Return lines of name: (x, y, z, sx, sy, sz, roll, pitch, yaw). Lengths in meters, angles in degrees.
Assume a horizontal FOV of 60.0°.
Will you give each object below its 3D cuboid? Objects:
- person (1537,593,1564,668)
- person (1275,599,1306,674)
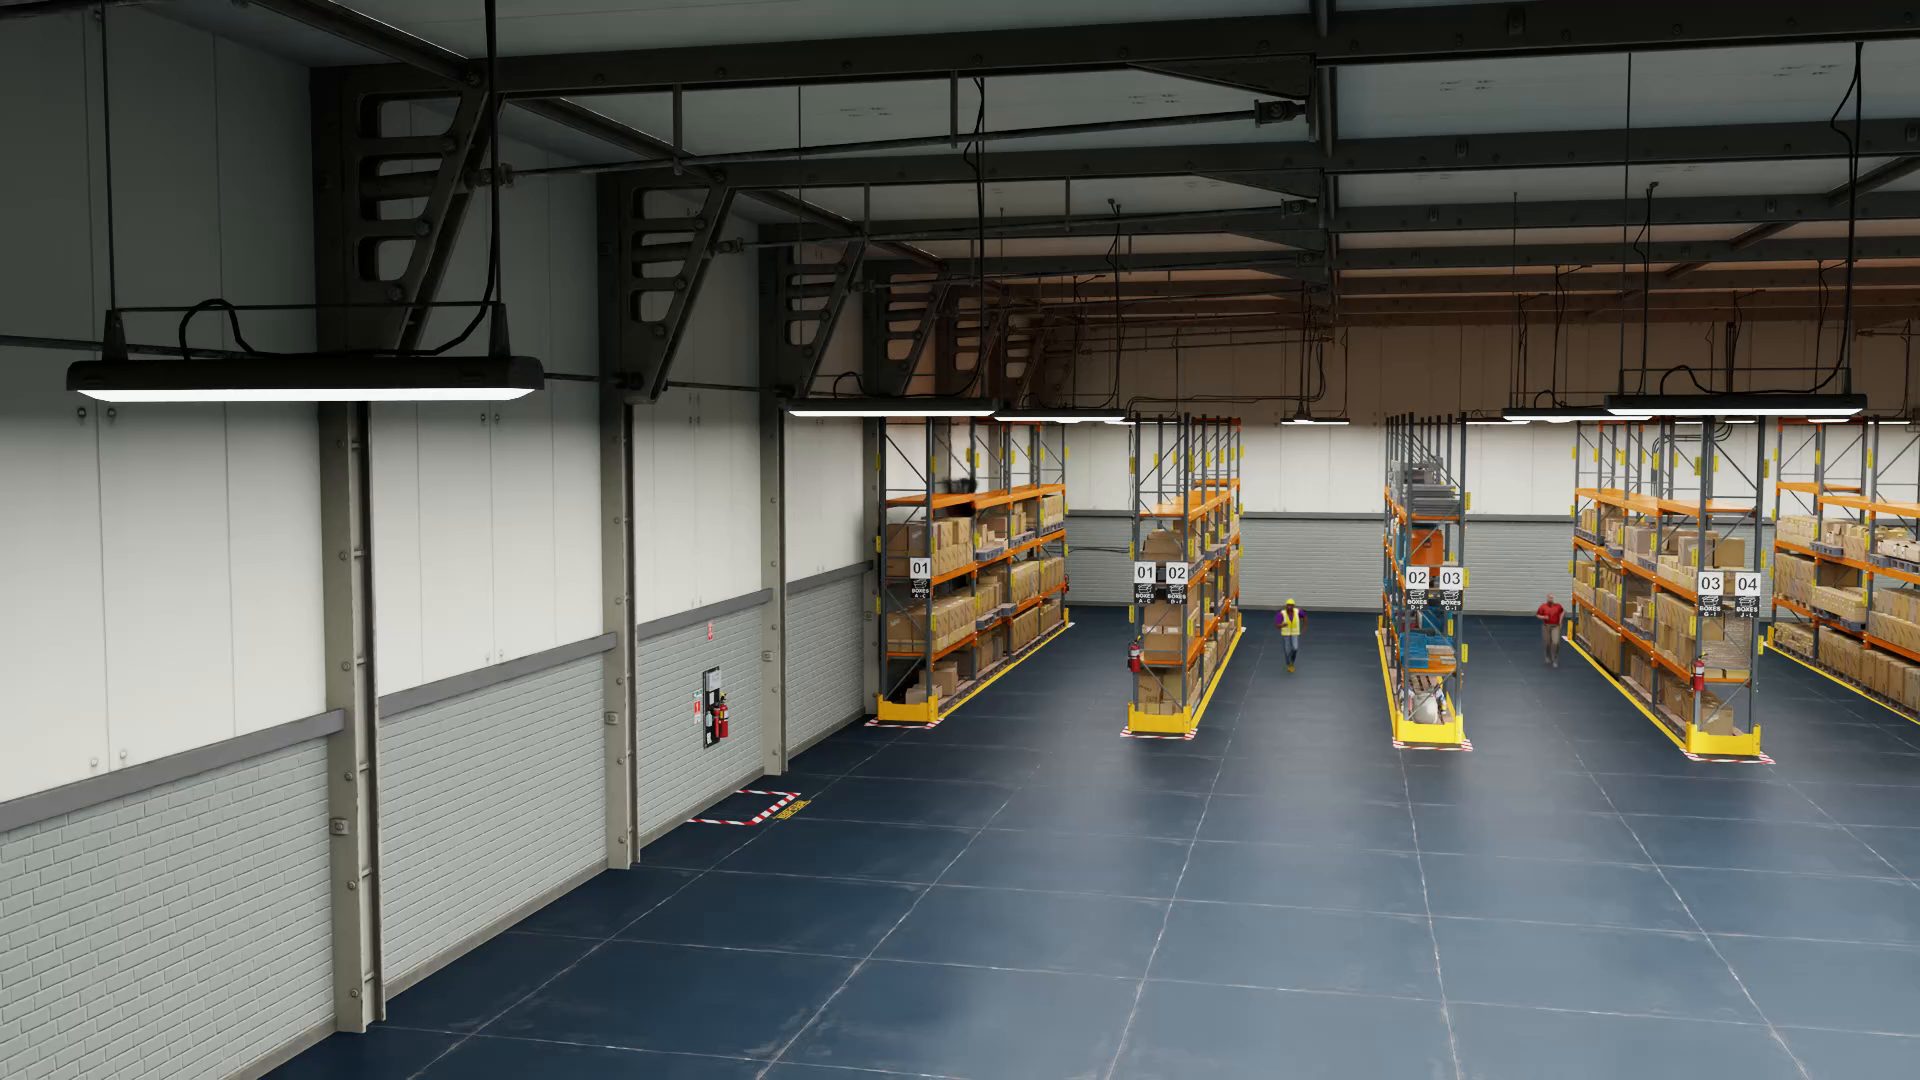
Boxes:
person: (14.178, 2.178, 39.929, 0.640, 1.800, 0.795, 1, 4, 16)
person: (7.689, 2.229, 38.633, 0.733, 1.745, 0.802, 0, 4, 6)
